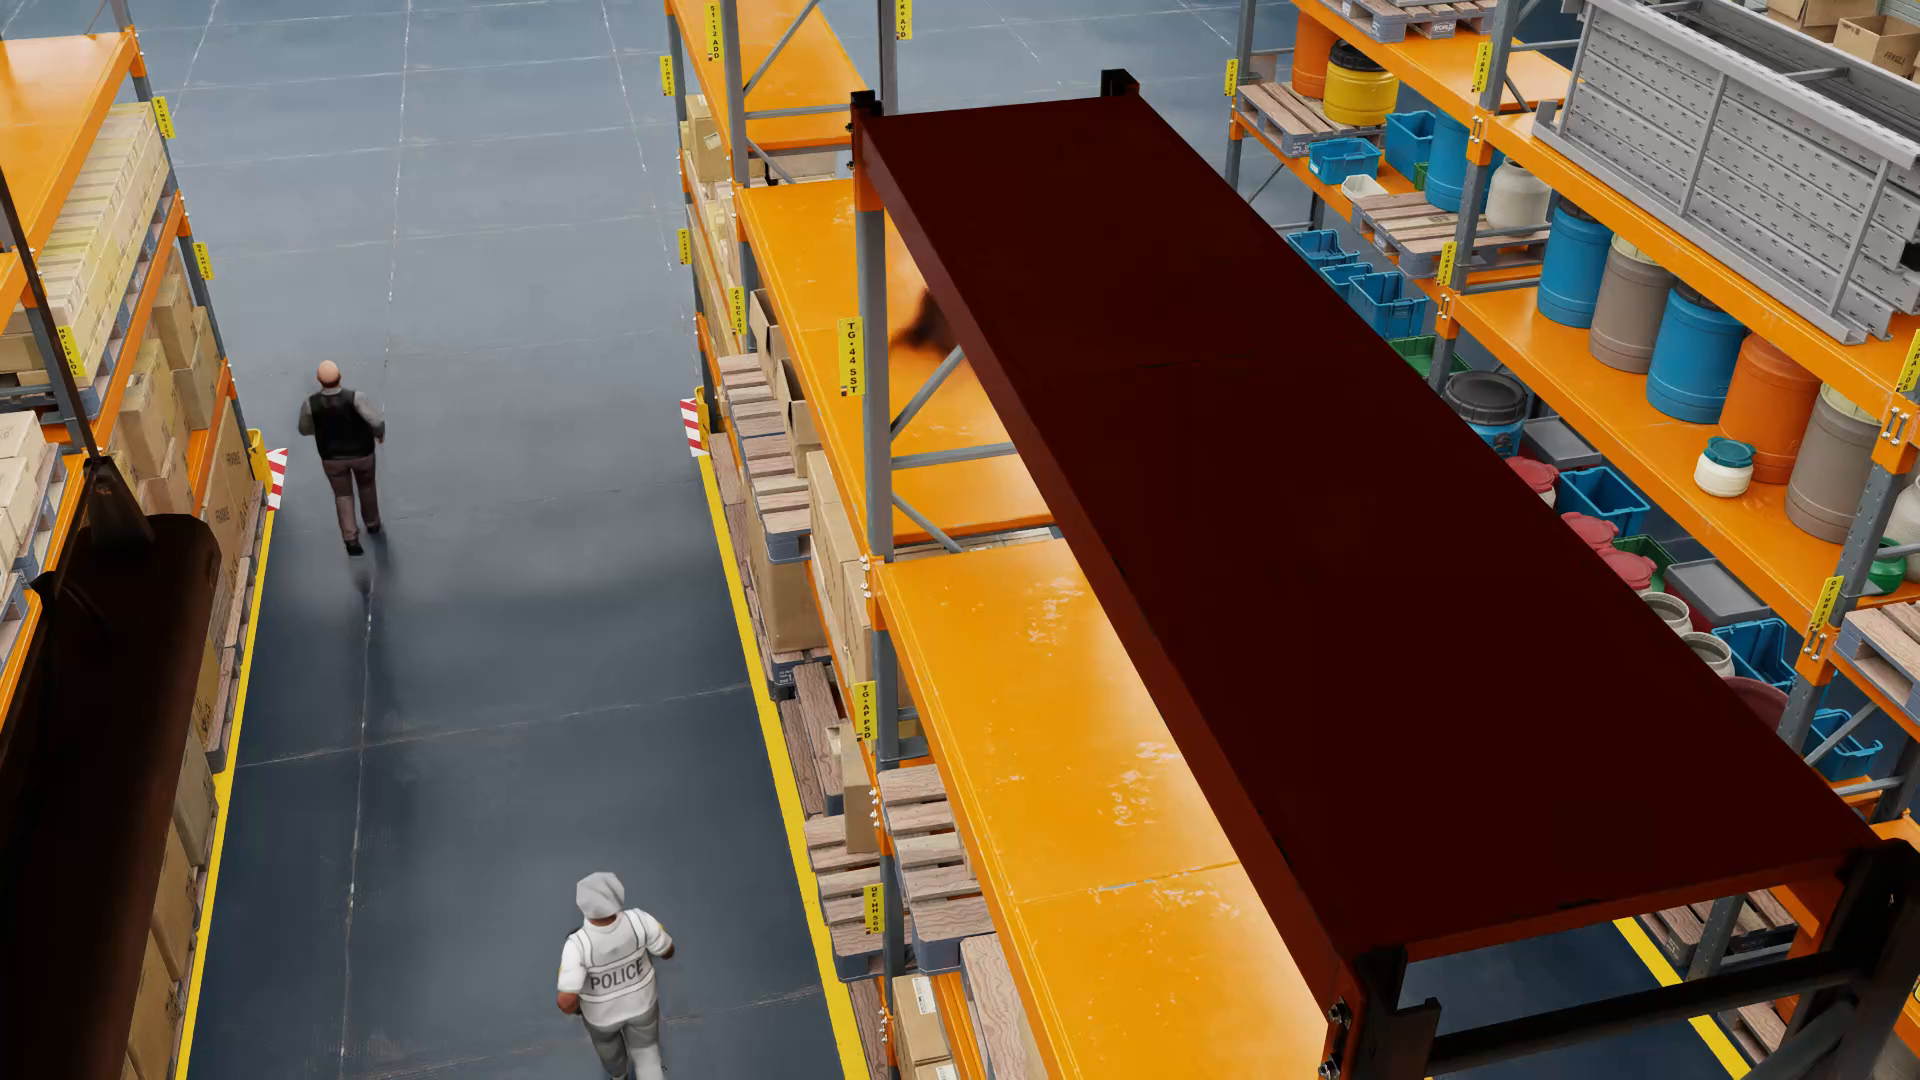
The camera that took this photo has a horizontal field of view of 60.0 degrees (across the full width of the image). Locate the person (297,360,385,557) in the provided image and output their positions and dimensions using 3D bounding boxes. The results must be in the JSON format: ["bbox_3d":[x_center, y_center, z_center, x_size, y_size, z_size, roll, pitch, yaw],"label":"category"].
[{"bbox_3d":[-4.981,-0.682,13.555,0.670,1.716,0.855,-10,36,-14],"label":"person"}]

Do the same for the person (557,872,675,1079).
[{"bbox_3d":[-1.828,2.468,8.918,0.662,1.776,0.984,-14,37,-20],"label":"person"}]
